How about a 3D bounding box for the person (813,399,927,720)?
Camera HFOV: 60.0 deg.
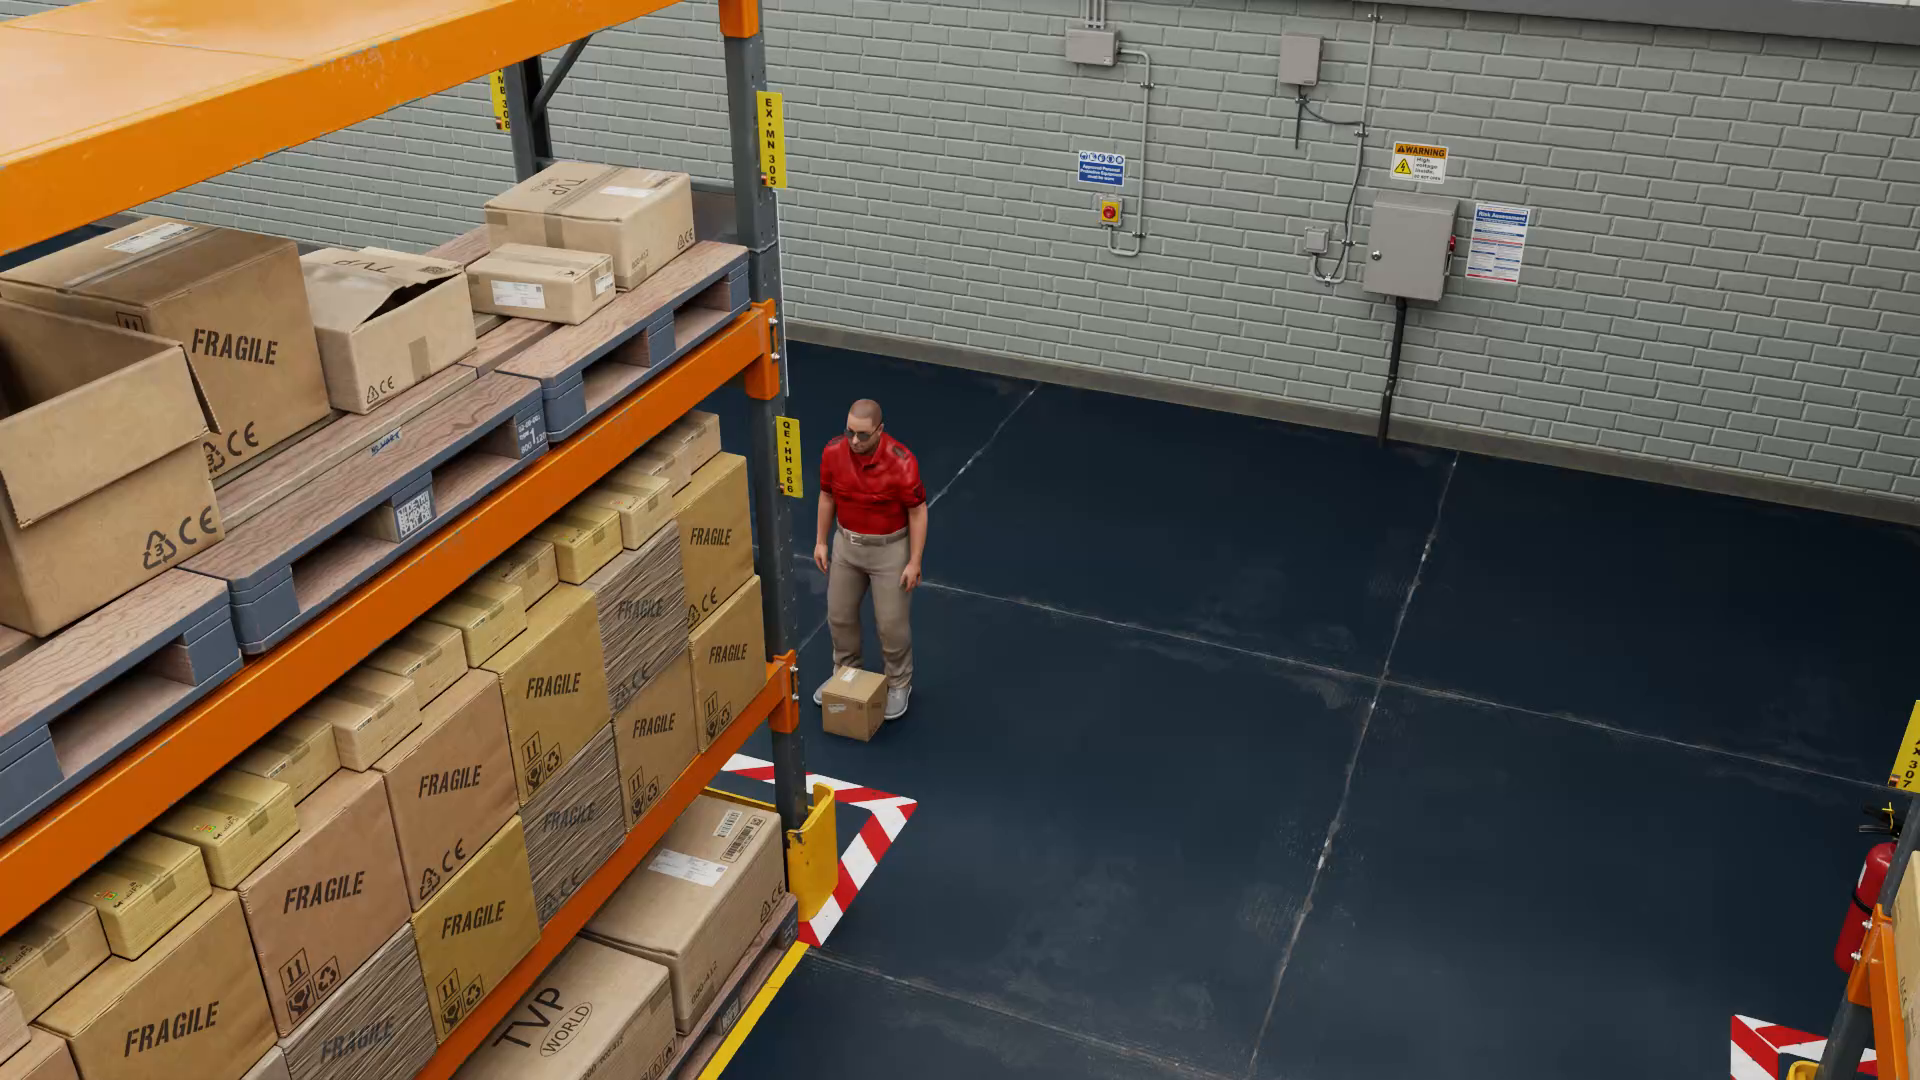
[{"bbox_3d":[-0.444,0.067,8.294,0.585,1.727,0.378,11,31,19],"label":"person"}]
